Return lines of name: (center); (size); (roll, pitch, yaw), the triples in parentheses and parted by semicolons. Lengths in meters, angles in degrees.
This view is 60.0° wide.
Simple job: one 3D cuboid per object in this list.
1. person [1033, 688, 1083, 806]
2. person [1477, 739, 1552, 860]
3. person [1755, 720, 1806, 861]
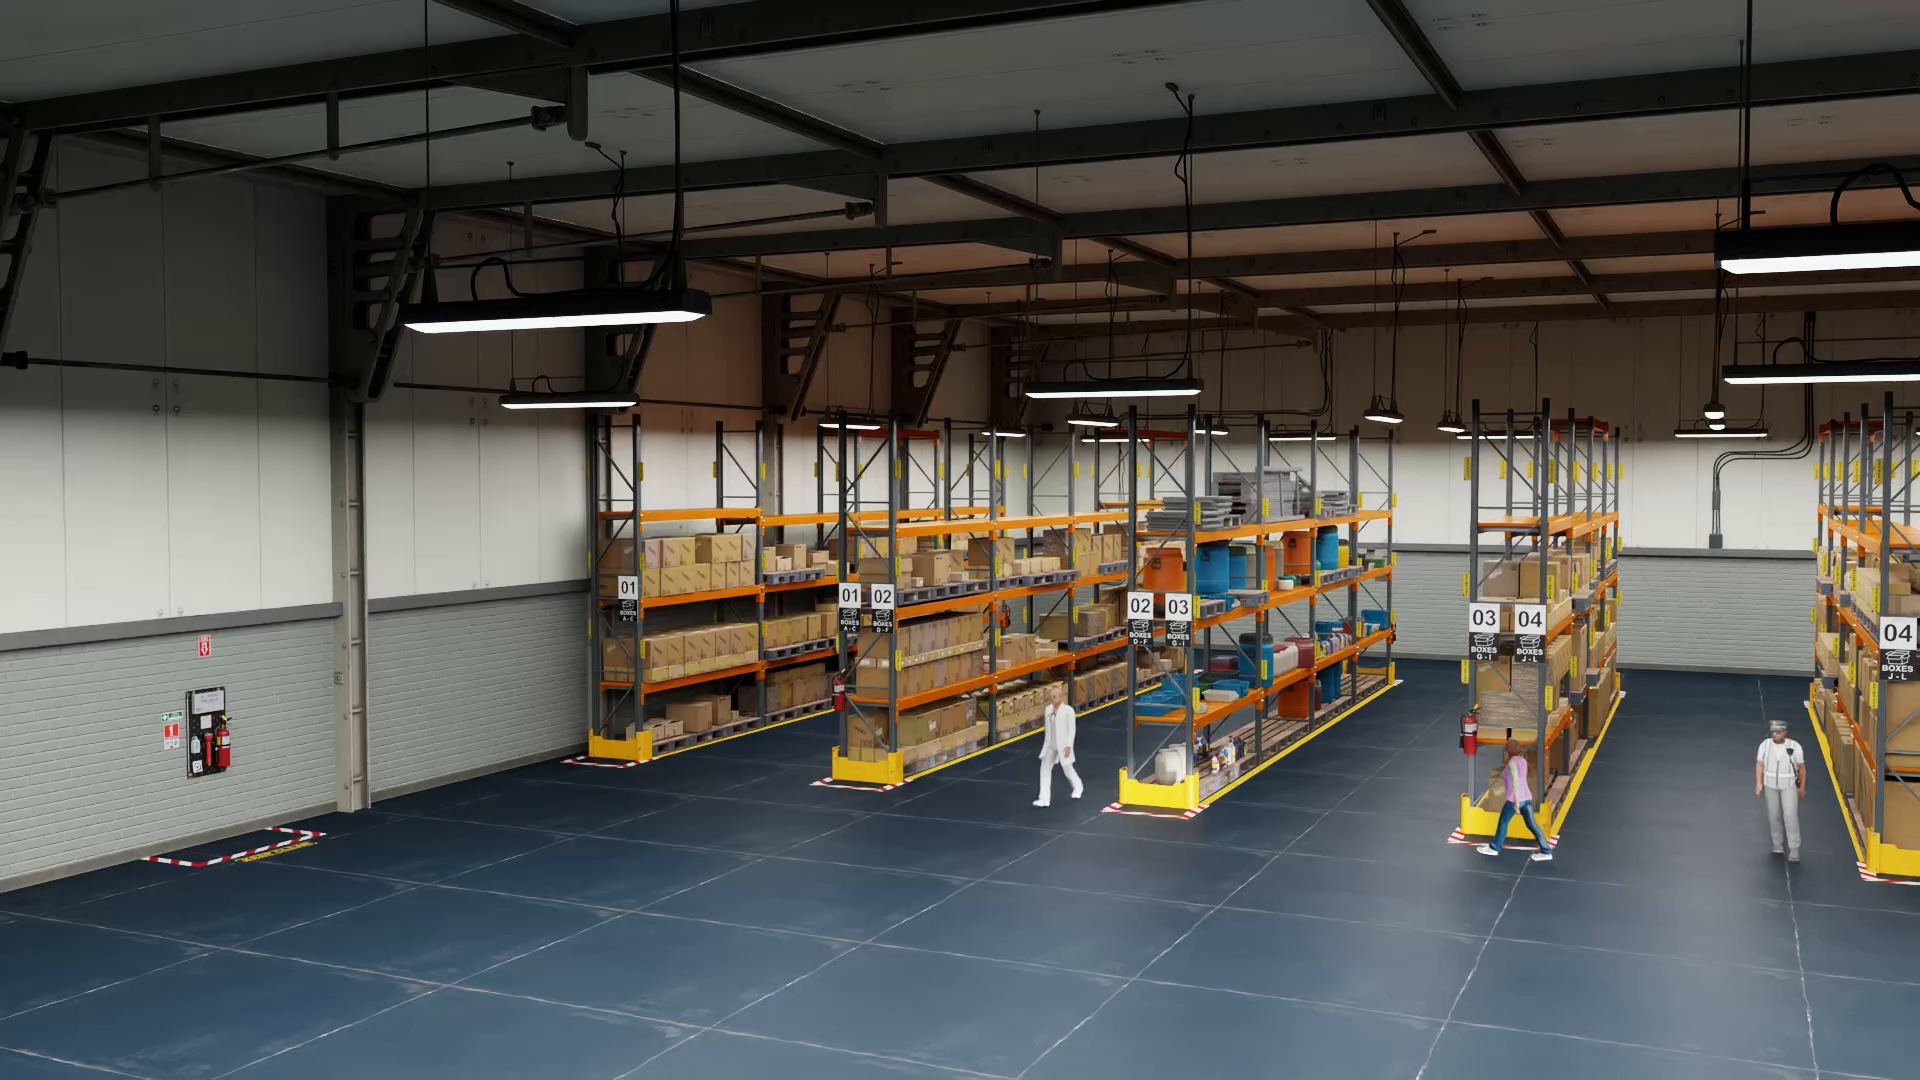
person: (1.489, 3.101, 25.040); (0.597, 1.740, 1.094); (2, 3, 35)
person: (7.167, 3.330, 21.421); (0.975, 1.528, 0.459); (2, 3, 45)
person: (10.681, 3.233, 21.669); (0.610, 1.755, 0.736); (2, 3, 37)
